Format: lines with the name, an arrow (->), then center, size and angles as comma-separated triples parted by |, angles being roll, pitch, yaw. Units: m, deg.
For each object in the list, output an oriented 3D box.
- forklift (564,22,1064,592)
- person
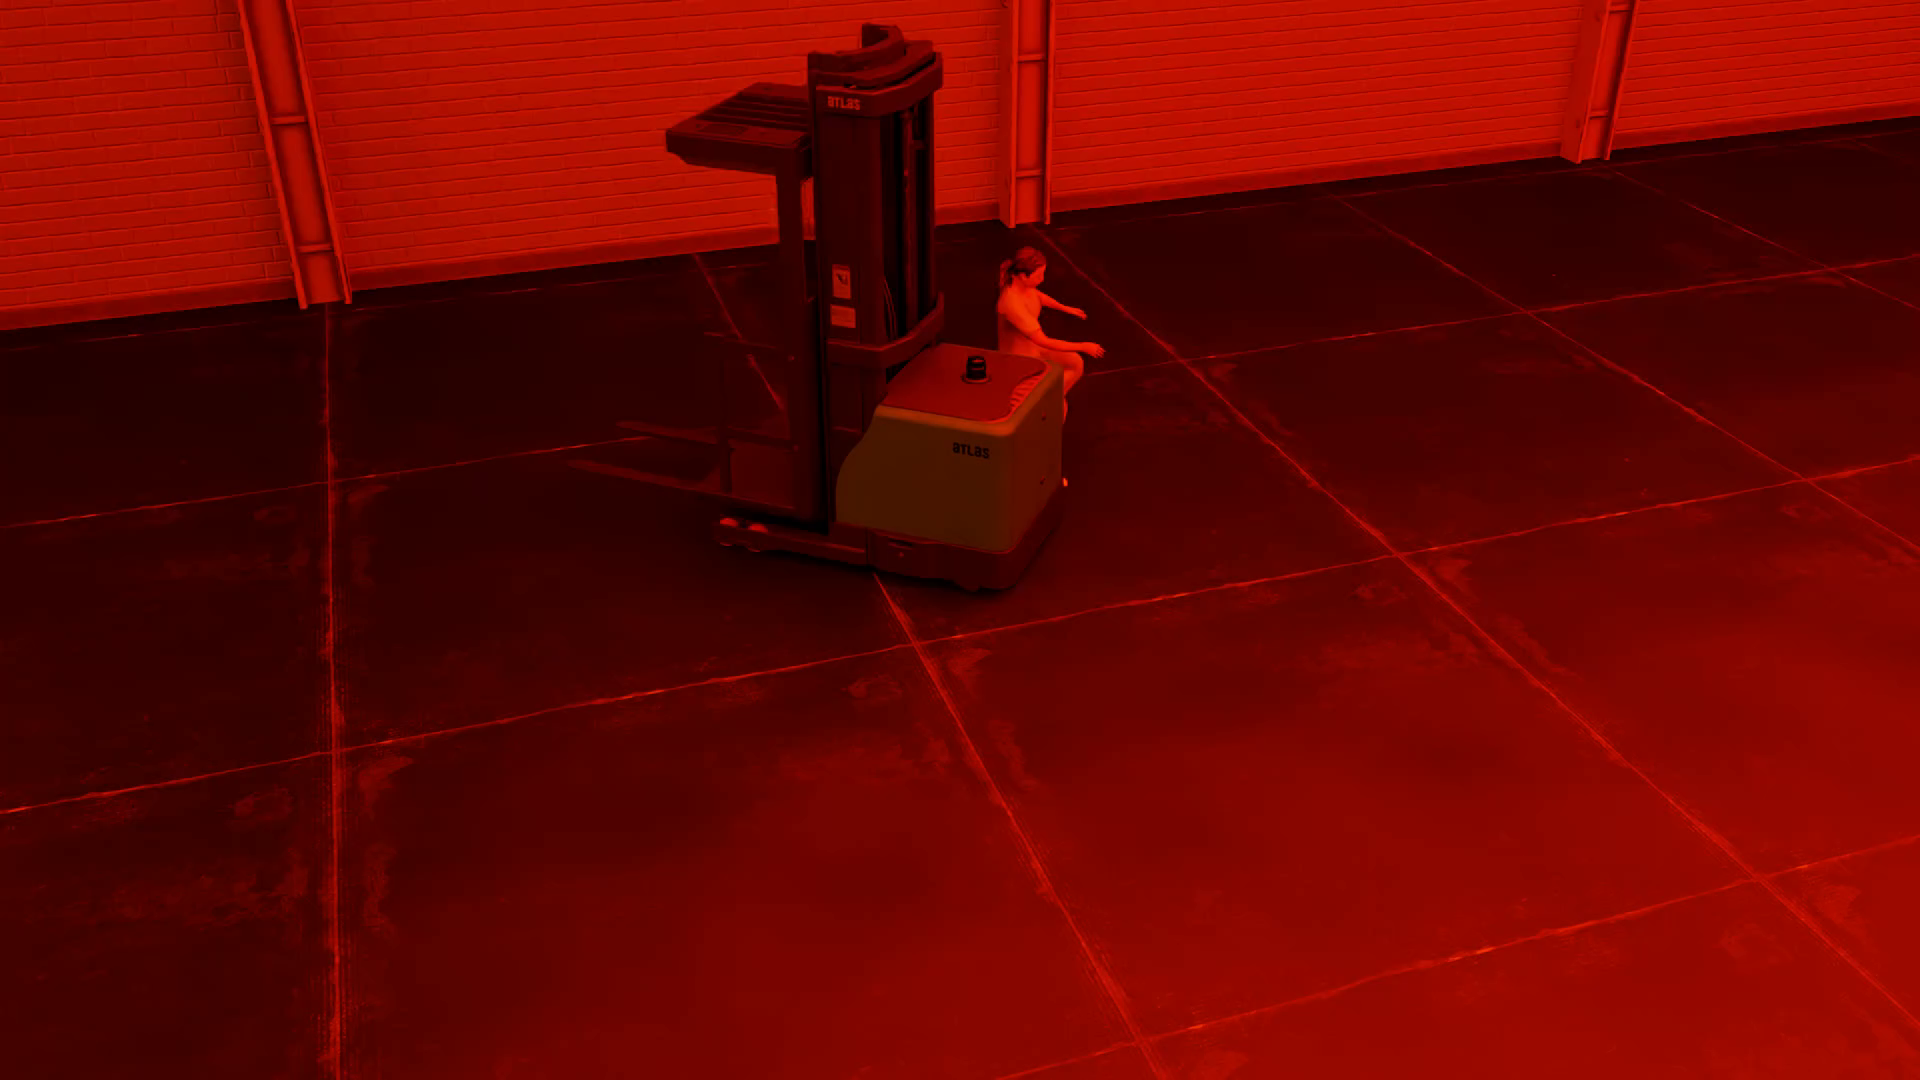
forklift -> -0.948, -1.430, 9.573 | 3.031, 2.935, 1.130 | 11, 32, 18
person -> 0.574, -1.165, 10.577 | 0.732, 1.477, 0.809 | 5, 30, 9
